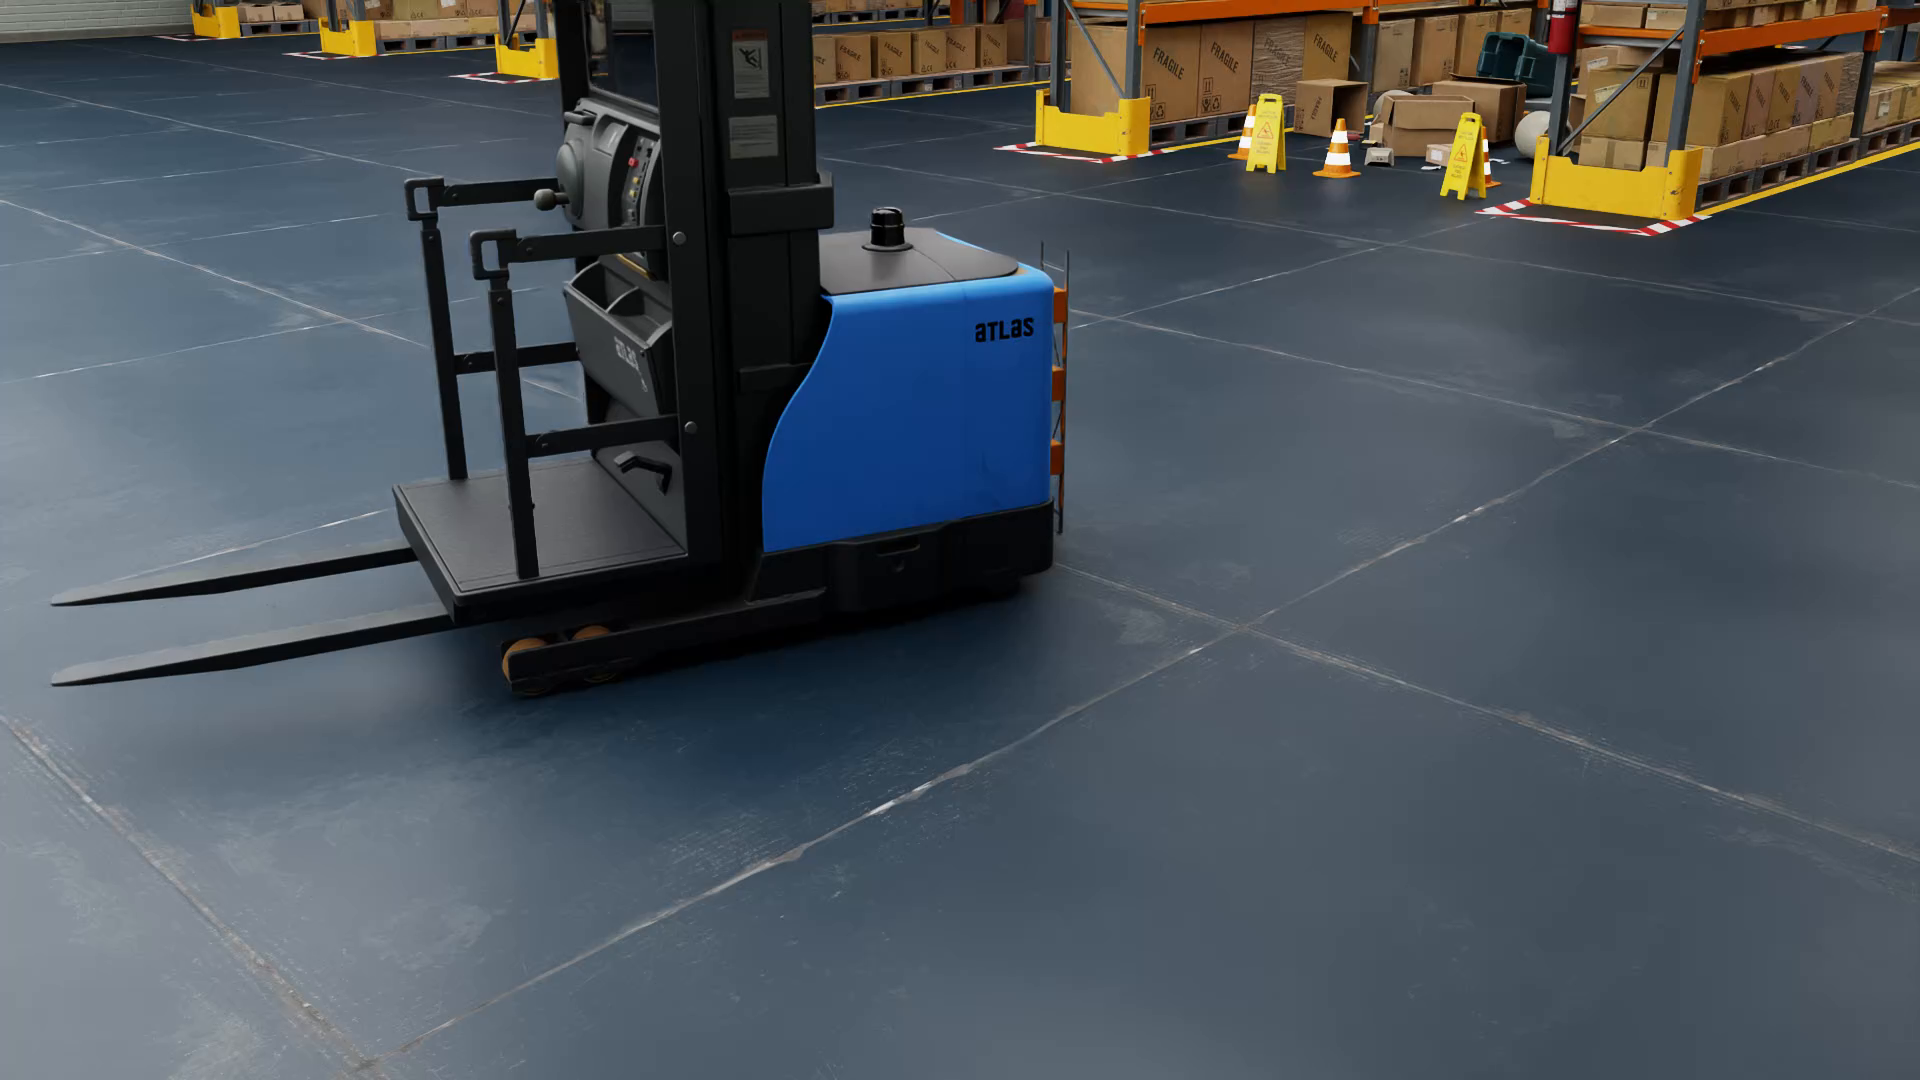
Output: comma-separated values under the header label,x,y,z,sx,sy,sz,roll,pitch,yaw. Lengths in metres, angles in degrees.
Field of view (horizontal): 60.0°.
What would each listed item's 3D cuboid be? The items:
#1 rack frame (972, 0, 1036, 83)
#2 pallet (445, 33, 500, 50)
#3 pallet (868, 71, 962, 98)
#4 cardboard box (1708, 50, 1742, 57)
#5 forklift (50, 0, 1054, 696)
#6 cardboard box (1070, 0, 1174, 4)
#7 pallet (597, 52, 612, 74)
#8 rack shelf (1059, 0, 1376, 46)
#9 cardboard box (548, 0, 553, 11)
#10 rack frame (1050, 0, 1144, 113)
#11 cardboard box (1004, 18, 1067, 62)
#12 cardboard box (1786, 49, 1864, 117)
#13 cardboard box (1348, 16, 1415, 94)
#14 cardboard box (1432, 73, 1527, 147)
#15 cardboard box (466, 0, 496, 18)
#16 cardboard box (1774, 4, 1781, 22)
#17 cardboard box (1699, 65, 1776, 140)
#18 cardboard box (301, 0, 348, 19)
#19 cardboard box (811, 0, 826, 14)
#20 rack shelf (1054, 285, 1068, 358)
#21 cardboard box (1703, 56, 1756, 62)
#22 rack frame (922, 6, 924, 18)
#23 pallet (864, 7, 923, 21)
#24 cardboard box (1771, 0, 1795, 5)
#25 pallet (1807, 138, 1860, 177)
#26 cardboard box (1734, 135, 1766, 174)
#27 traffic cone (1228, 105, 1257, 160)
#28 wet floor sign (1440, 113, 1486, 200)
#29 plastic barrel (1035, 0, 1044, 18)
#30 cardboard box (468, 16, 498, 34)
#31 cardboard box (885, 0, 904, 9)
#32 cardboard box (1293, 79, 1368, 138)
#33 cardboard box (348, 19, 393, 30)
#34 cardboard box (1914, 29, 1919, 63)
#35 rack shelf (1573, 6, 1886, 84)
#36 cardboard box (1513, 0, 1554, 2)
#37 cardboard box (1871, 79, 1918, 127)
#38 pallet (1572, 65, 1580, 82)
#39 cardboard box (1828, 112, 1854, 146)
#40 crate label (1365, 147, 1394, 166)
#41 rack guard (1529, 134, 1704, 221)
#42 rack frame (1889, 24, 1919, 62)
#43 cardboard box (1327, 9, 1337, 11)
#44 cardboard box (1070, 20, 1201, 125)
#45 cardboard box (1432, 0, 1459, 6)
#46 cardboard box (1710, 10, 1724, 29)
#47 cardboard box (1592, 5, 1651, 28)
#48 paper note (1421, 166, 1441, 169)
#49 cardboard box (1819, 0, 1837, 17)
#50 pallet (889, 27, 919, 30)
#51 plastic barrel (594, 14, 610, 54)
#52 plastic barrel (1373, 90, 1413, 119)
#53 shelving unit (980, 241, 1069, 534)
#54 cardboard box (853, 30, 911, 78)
label,x,y,z,sx,sy,sz,roll,pitch,yaw
rack frame,0.560,-7.400,21.147,1.000,3.000,0.127,19,28,41
pallet,-7.971,-8.070,26.776,1.003,0.211,1.213,19,28,41
pallet,-0.734,-5.602,20.355,1.003,0.211,1.213,19,28,41
cardboard box,6.382,-4.181,14.071,0.250,0.149,0.380,-18,28,-39
forklift,-1.234,-1.127,4.920,3.031,2.935,1.130,-10,23,-25
cardboard box,1.479,-5.281,15.425,0.875,0.550,0.550,19,28,41
pallet,-5.189,-6.549,22.818,1.003,0.211,1.213,19,28,41
rack shelf,2.648,-5.283,16.641,1.077,0.370,4.000,19,28,41
cardboard box,-7.083,-9.102,27.777,0.500,0.500,0.500,19,28,41
rack frame,1.253,-5.105,15.174,1.000,3.000,0.127,19,28,41
cardboard box,1.004,-6.591,21.913,0.700,0.500,0.500,17,27,37
cardboard box,7.440,-3.963,14.407,0.500,0.500,0.500,19,28,40
cardboard box,4.412,-5.461,18.651,1.050,0.750,0.750,19,28,40
cardboard box,4.928,-4.117,15.896,0.797,0.637,0.503,19,28,41
cardboard box,-7.744,-8.582,26.423,0.500,0.500,0.500,19,28,41
cardboard box,6.172,-4.138,13.009,0.250,0.149,0.380,-19,28,-40
cardboard box,6.009,-3.434,13.030,0.500,0.500,0.500,18,27,39
cardboard box,-11.385,-9.608,29.761,0.700,0.500,0.500,17,27,37
cardboard box,-2.861,-10.129,31.117,0.500,0.500,0.500,18,27,39
rack shelf,0.222,-0.779,5.876,0.240,0.259,0.215,-10,23,-25
cardboard box,6.327,-3.825,14.047,0.500,0.500,0.500,-18,28,-39
rack frame,-0.954,-11.937,32.950,1.000,3.000,0.127,19,28,41
pallet,-1.495,-10.417,32.882,1.003,0.211,1.213,19,28,41
cardboard box,6.113,-4.395,12.773,0.500,0.500,0.500,19,28,40
pallet,7.217,-3.437,14.722,1.003,0.211,1.213,19,28,41
cardboard box,5.992,-3.072,13.132,0.500,0.250,0.500,-19,28,-40
traffic cone,2.641,-3.701,15.060,0.336,0.463,0.334,19,28,41
wet floor sign,3.971,-3.012,13.011,0.232,0.644,0.267,-10,23,-24
plastic barrel,1.248,-9.291,28.947,0.421,0.512,0.421,0,21,0
cardboard box,-7.744,-8.232,26.559,0.500,0.250,0.500,19,28,41
cardboard box,-1.444,-10.652,32.478,0.500,0.500,0.500,19,28,41
cardboard box,3.696,-4.311,16.591,0.500,0.500,0.500,-14,25,-33
cardboard box,-9.163,-7.977,25.894,0.500,0.250,0.500,19,28,41
cardboard box,10.992,-5.309,18.082,0.875,0.875,0.875,19,28,40
rack shelf,6.265,-4.070,13.485,1.077,0.370,4.000,19,28,41
cardboard box,7.467,-6.914,21.736,0.500,0.250,0.500,-20,28,-41
cardboard box,8.523,-4.210,15.925,0.625,0.372,0.950,-18,27,-39
pallet,7.380,-6.060,21.546,1.003,0.211,1.213,19,28,41
cardboard box,7.440,-3.613,14.541,0.500,0.250,0.500,-19,28,-40
crate label,3.717,-3.397,14.721,0.250,0.136,0.298,5,22,13
rack guard,4.923,-2.744,12.518,1.175,0.500,0.348,19,28,41
rack frame,10.451,-5.948,17.369,1.000,3.000,0.127,19,28,41
cardboard box,5.086,-8.261,25.764,1.225,0.875,0.875,18,27,39
cardboard box,1.678,-4.500,15.977,0.875,0.875,0.875,19,28,41
cardboard box,7.907,-9.271,28.389,0.875,0.875,0.875,19,28,41
cardboard box,5.421,-3.878,12.334,0.250,0.149,0.380,-20,28,-41
cardboard box,4.978,-3.924,12.453,0.250,0.149,0.380,-19,28,-40
paper note,4.103,-3.247,14.480,0.148,0.019,0.142,9,23,23
cardboard box,6.948,-4.382,13.644,0.380,0.149,0.250,19,28,40
pallet,-0.767,-8.177,27.054,1.003,0.211,1.213,19,28,41
plastic barrel,-5.025,-6.963,22.893,0.421,0.512,0.421,0,21,0
plastic barrel,4.351,-4.255,16.554,0.421,0.421,0.512,-2,21,-5
shelving unit,0.222,-0.524,5.974,0.252,1.050,0.215,-10,23,-25
cardboard box,-0.940,-5.876,20.080,0.500,0.500,0.500,-17,27,-37
